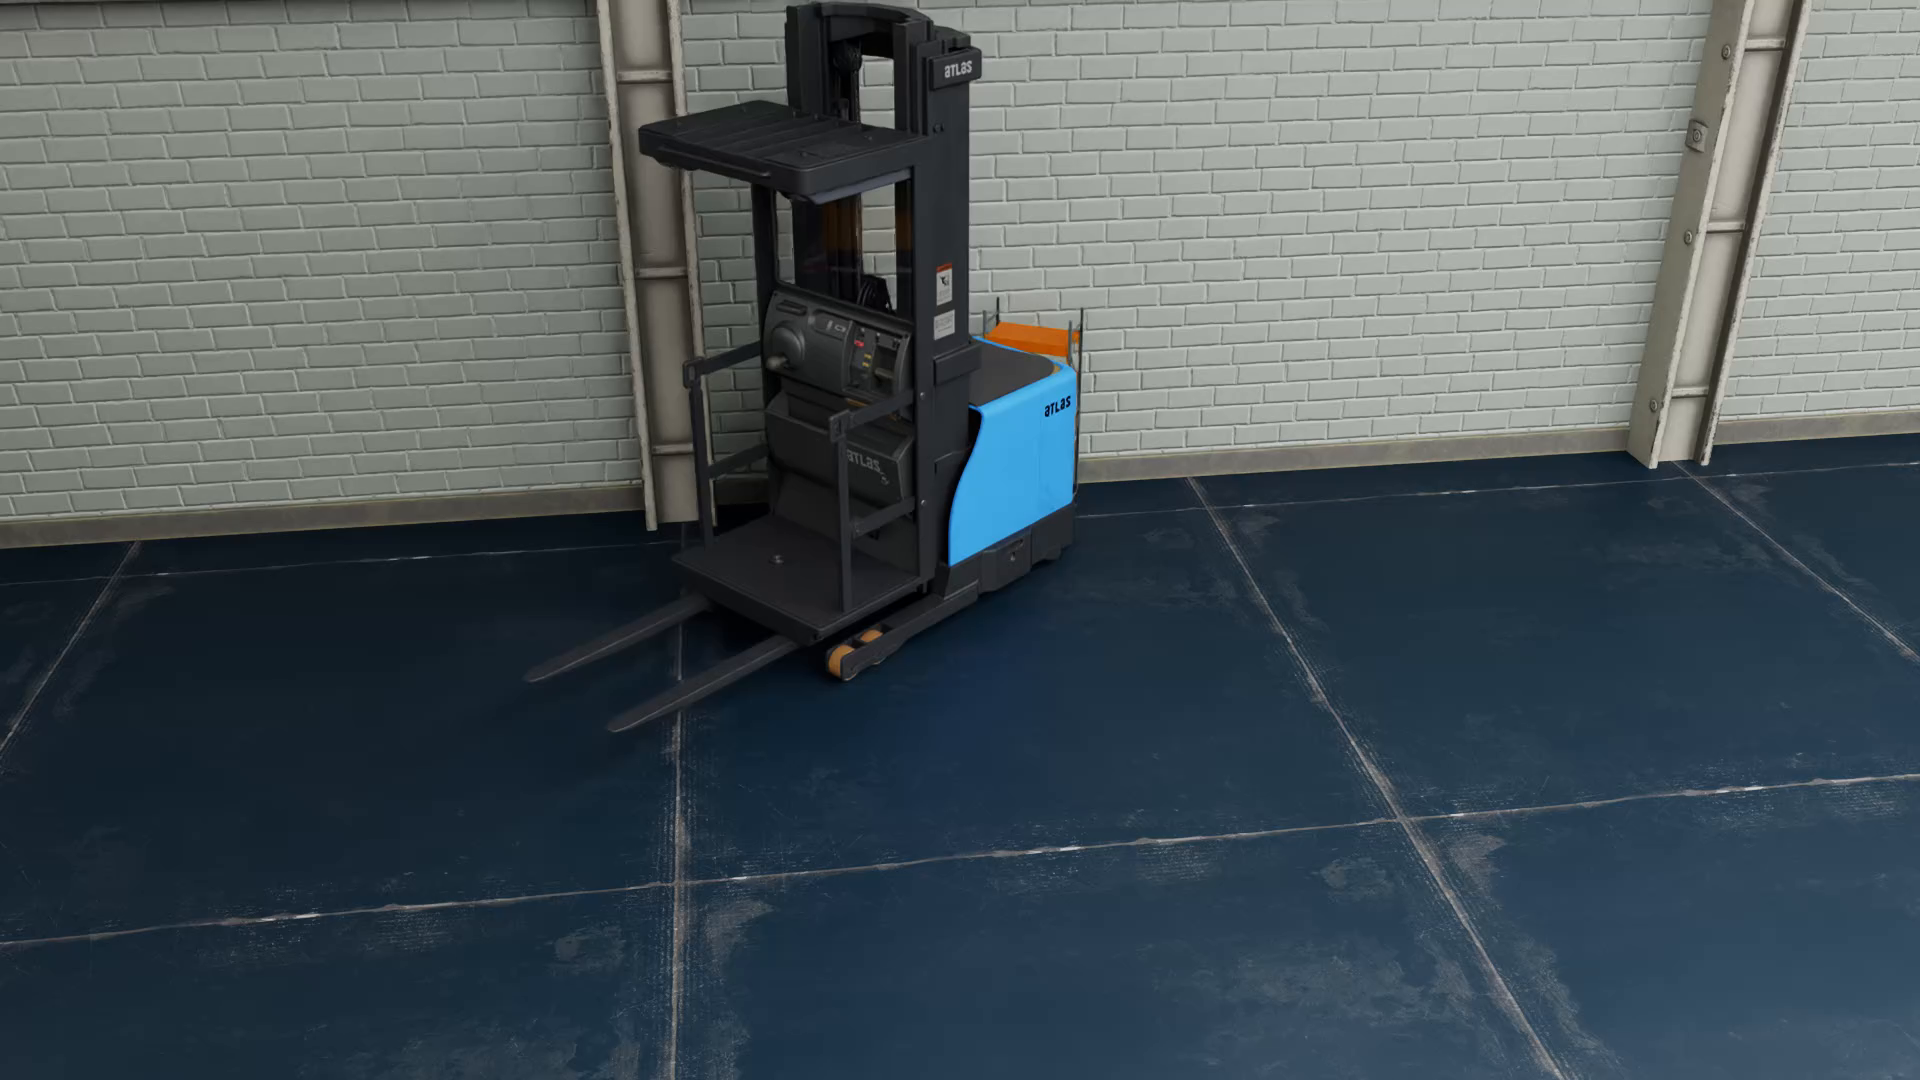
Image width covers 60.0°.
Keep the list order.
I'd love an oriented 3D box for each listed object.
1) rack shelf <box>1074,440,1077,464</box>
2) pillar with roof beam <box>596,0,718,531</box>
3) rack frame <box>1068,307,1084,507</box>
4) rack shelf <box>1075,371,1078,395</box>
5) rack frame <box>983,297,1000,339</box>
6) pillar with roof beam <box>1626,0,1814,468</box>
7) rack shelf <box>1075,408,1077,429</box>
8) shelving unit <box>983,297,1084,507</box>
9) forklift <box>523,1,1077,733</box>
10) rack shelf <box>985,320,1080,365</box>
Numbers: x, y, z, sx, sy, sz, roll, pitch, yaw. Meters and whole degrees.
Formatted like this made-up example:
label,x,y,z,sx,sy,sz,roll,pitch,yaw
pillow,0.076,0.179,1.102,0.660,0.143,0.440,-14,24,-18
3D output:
label,x,y,z,sx,sy,sz,roll,pitch,yaw
rack shelf,0.403,-0.492,9.477,0.480,0.148,0.258,10,29,18
pillar with roof beam,-0.987,-2.193,3.666,0.400,9.000,9.100,-4,27,-7
rack frame,0.632,-0.690,9.281,0.015,1.200,0.240,10,29,18
rack shelf,0.403,-0.868,9.285,0.480,0.148,0.258,10,29,18
rack frame,0.174,-0.767,9.431,0.015,1.200,0.240,10,29,18
pillar with roof beam,4.955,-2.574,4.410,0.400,9.000,9.100,-4,27,-7
rack shelf,0.403,-0.669,9.387,0.480,0.148,0.258,10,29,18
shelving unit,0.403,-0.729,9.356,0.503,1.200,0.258,10,29,18
forklift,-0.731,-0.895,7.784,1.130,2.935,3.031,22,35,36
rack shelf,0.403,-1.078,9.177,0.480,0.148,0.258,10,29,18
